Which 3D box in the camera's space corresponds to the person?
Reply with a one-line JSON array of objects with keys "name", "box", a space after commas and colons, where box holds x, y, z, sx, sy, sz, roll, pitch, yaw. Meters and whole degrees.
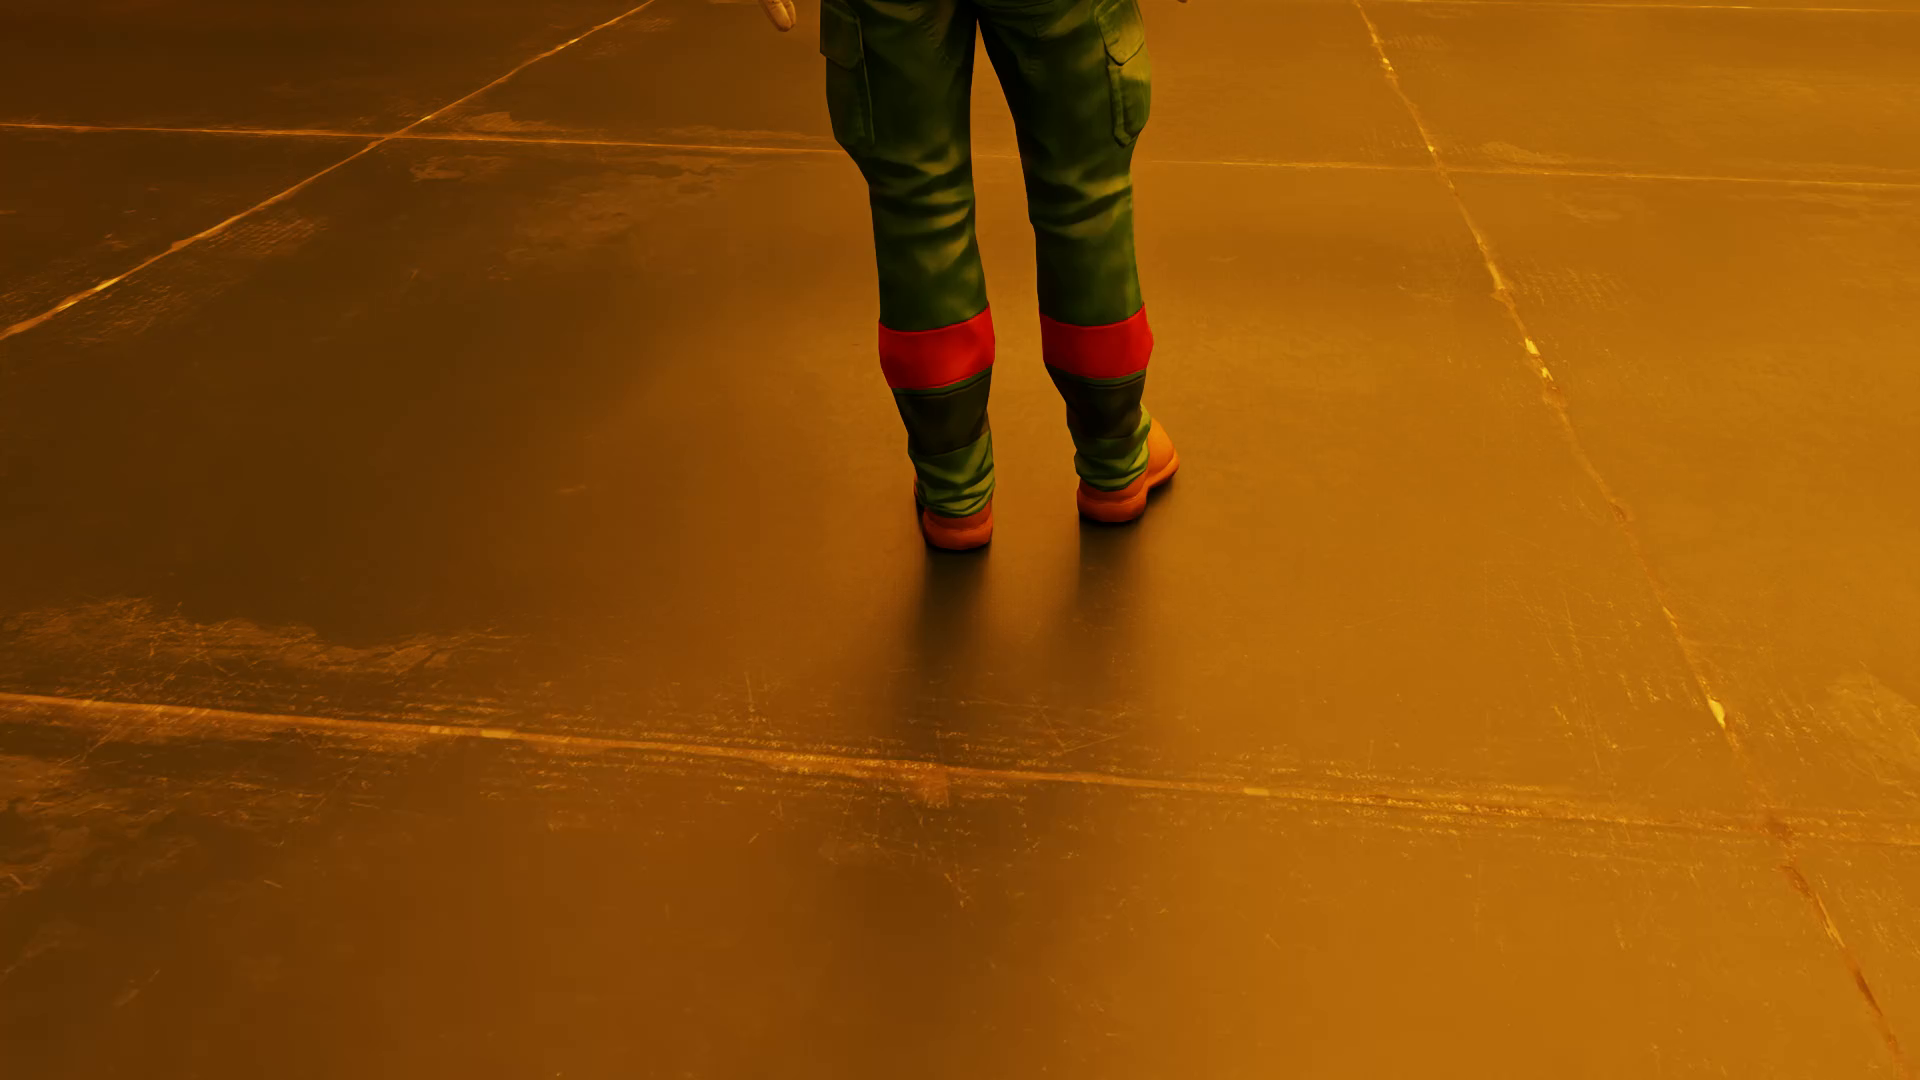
[{"name": "person", "box": [0.023, -0.842, 2.167, 0.637, 1.787, 0.564, 3, 27, 7]}]
